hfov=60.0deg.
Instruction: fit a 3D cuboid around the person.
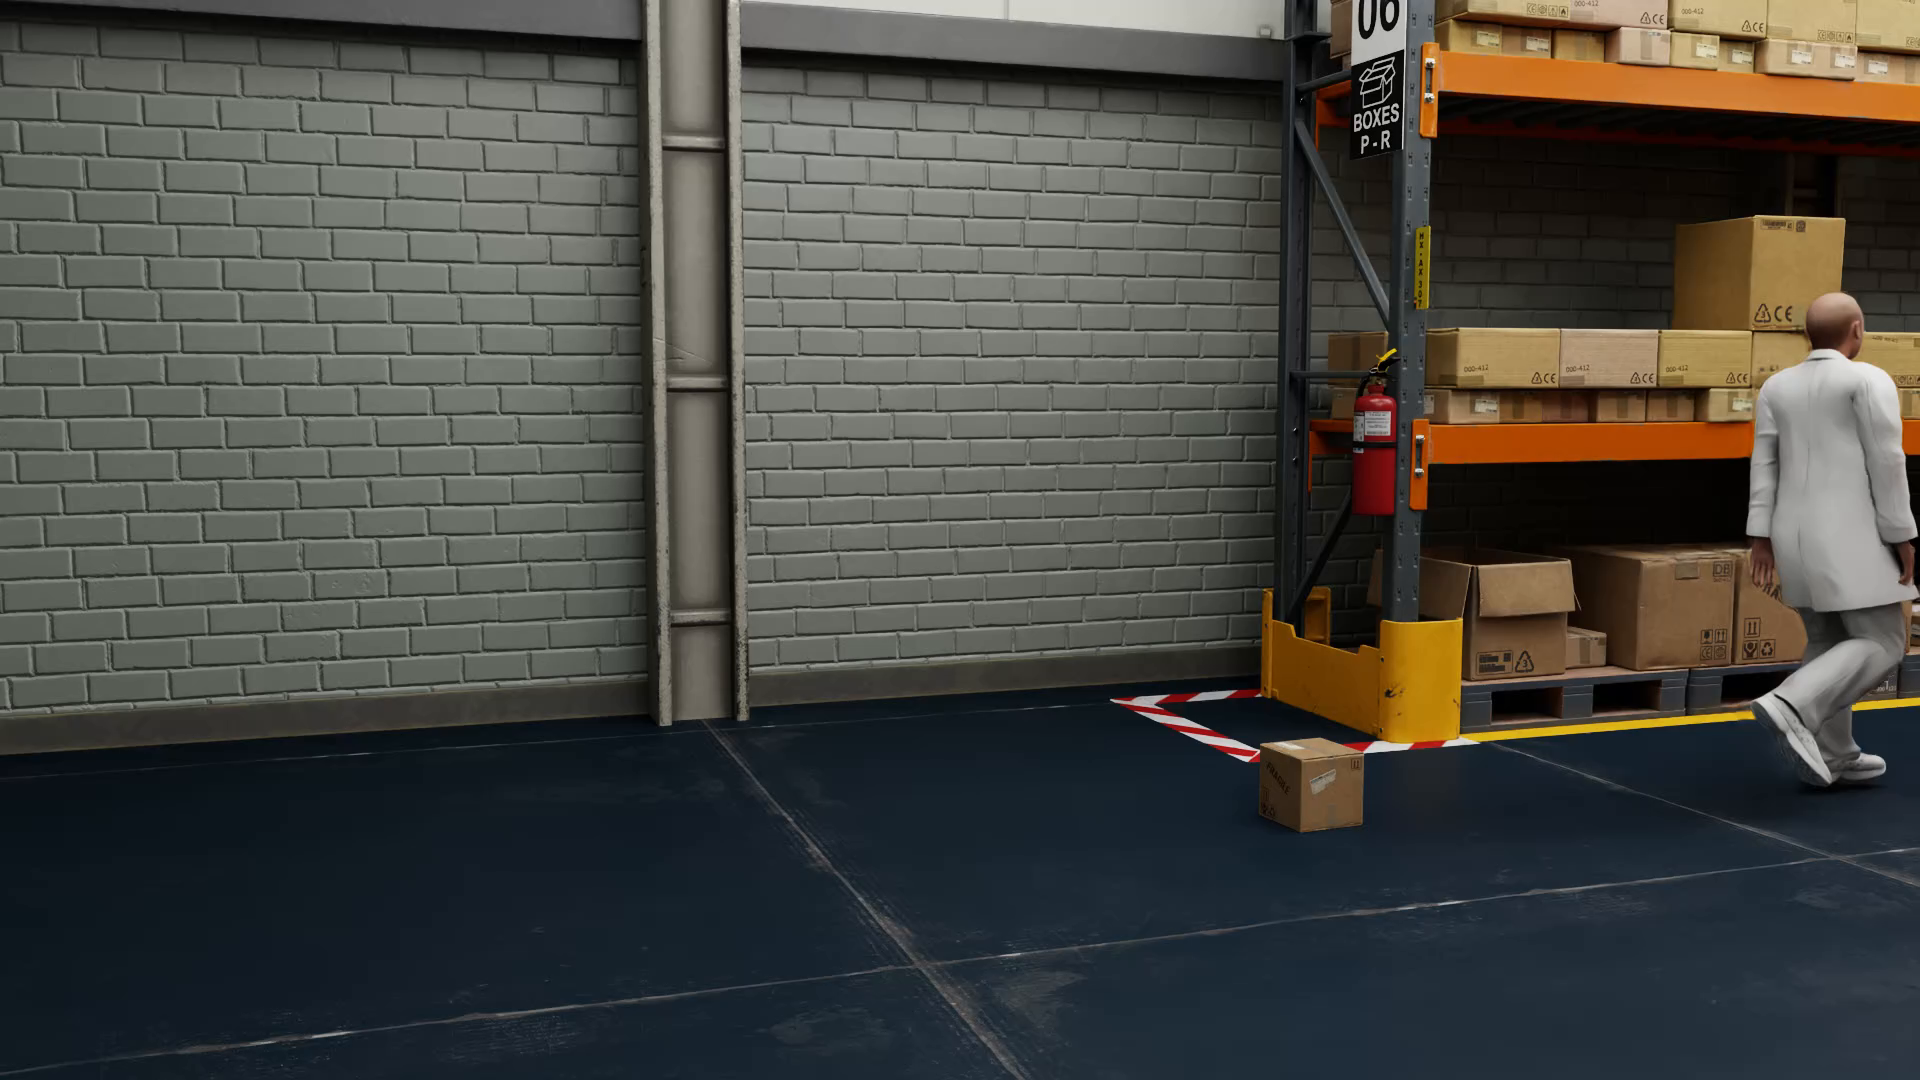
[{"bbox_3d":[3.059,0.004,5.937,0.756,1.767,0.619,-2,6,-21],"label":"person"}]
